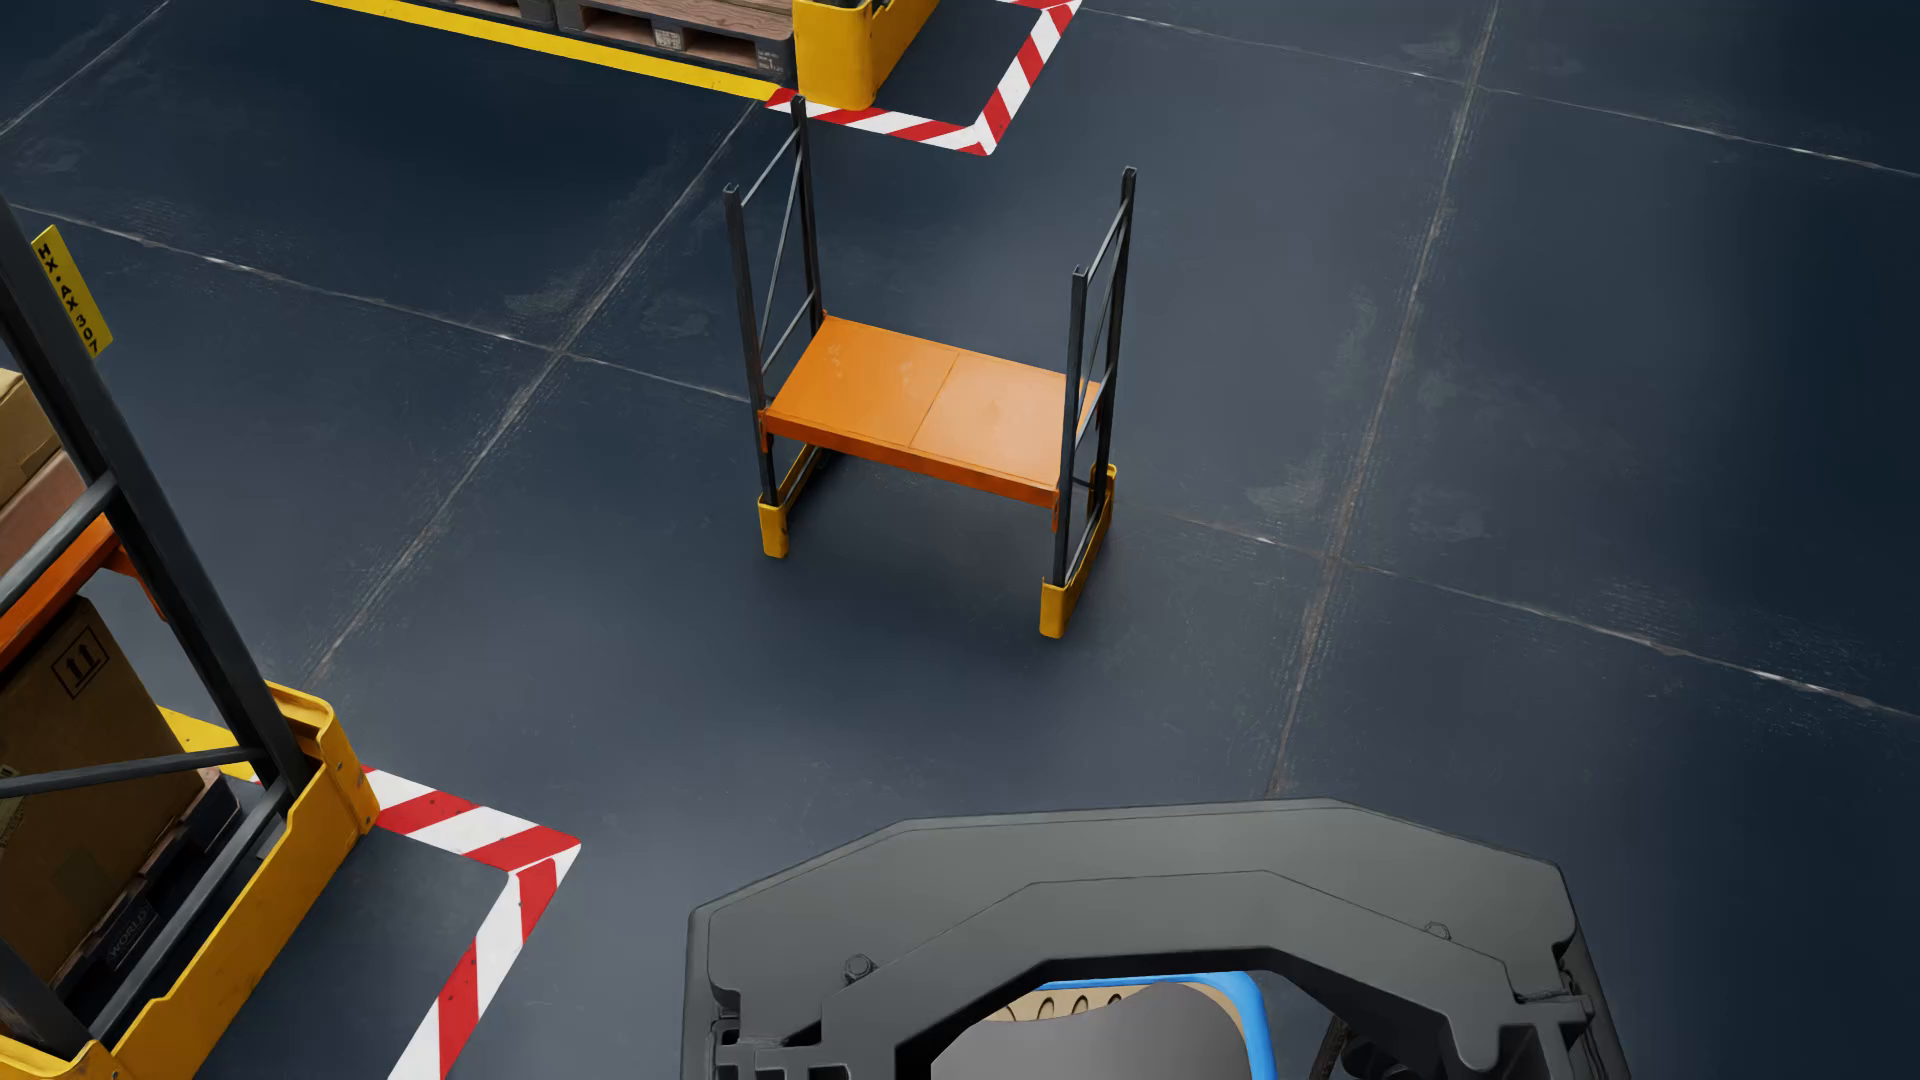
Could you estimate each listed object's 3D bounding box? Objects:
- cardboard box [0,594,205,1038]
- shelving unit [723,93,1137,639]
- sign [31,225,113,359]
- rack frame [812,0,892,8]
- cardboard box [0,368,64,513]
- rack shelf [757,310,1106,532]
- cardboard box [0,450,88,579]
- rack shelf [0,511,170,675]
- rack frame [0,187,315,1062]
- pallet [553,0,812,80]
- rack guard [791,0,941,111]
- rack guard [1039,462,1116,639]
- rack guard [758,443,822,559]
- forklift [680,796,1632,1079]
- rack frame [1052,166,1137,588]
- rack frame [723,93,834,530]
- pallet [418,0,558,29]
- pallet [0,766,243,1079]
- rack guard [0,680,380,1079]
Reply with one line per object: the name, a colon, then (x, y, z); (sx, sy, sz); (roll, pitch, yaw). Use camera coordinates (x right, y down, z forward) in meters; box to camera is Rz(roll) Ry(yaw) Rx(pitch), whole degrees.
cardboard box: (-2.752, 0.625, 4.352); (0.875, 0.875, 0.875); (16, 51, 13)
shelving unit: (-0.072, -0.511, 5.201); (1.083, 1.500, 0.587); (16, 51, 13)
sign: (-1.926, -0.524, 3.594); (0.005, 0.325, 0.100); (16, 51, 13)
rack frame: (-0.407, -3.334, 6.654); (0.127, 3.000, 1.000); (16, 51, 13)
cardboard box: (-2.480, -0.188, 3.830); (0.500, 0.250, 0.500); (14, 51, 12)
rack shelf: (-0.080, -0.396, 5.339); (1.000, 0.185, 0.538); (16, 51, 13)
cardboard box: (-2.342, -0.067, 3.990); (0.250, 0.149, 0.380); (16, 51, 14)
rack shelf: (-4.000, -0.111, 4.337); (4.000, 0.370, 1.077); (16, 51, 13)
rack frame: (-2.124, 0.177, 3.611); (0.127, 3.000, 1.000); (16, 51, 13)
pallet: (-1.167, -2.664, 7.919); (1.213, 0.211, 1.003); (16, 51, 13)
rack guard: (-0.380, -2.518, 7.601); (0.348, 0.500, 1.175); (16, 51, 13)
rack guard: (0.396, 0.029, 5.560); (0.087, 0.250, 0.587); (16, 51, 13)
rack guard: (-0.539, -0.232, 5.786); (0.087, 0.250, 0.587); (16, 51, 13)
forklift: (0.222, 1.778, 2.269); (1.130, 2.935, 3.031); (-3, 49, -2)
rack frame: (0.397, -0.380, 5.087); (0.032, 1.500, 0.500); (16, 51, 13)
rack frame: (-0.557, -0.647, 5.318); (0.032, 1.500, 0.500); (16, 51, 13)
pallet: (-2.308, -2.984, 8.197); (1.213, 0.211, 1.003); (16, 51, 13)
pallet: (-2.901, 0.937, 4.799); (1.213, 0.211, 1.003); (16, 51, 13)
rack guard: (-2.101, 1.002, 4.550); (0.348, 0.500, 1.175); (16, 51, 13)
